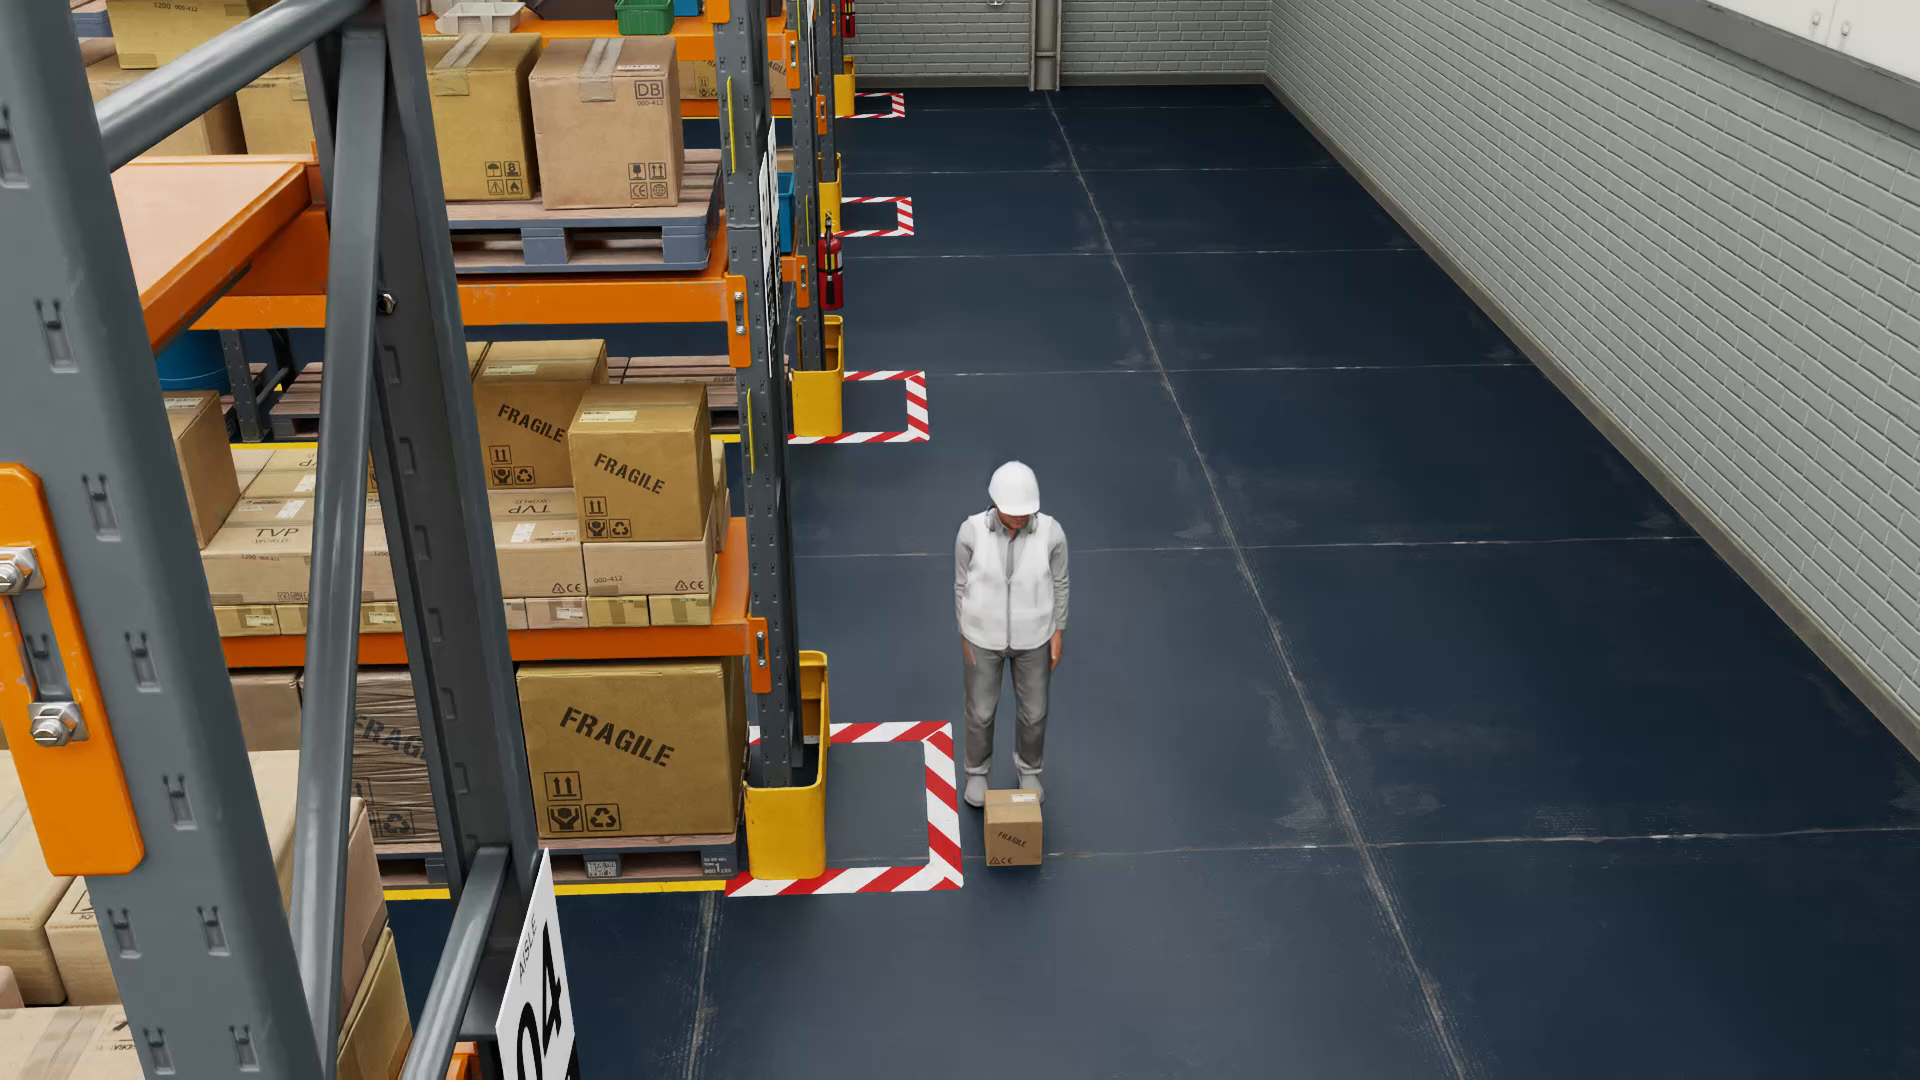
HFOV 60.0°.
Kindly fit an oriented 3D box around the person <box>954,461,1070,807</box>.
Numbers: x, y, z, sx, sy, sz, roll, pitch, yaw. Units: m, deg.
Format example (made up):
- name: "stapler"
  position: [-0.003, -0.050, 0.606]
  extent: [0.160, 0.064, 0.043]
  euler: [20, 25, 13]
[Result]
- name: "person"
  position: [0.242, 0.439, 7.763]
  extent: [0.534, 1.768, 0.356]
  euler: [-1, 27, -2]
